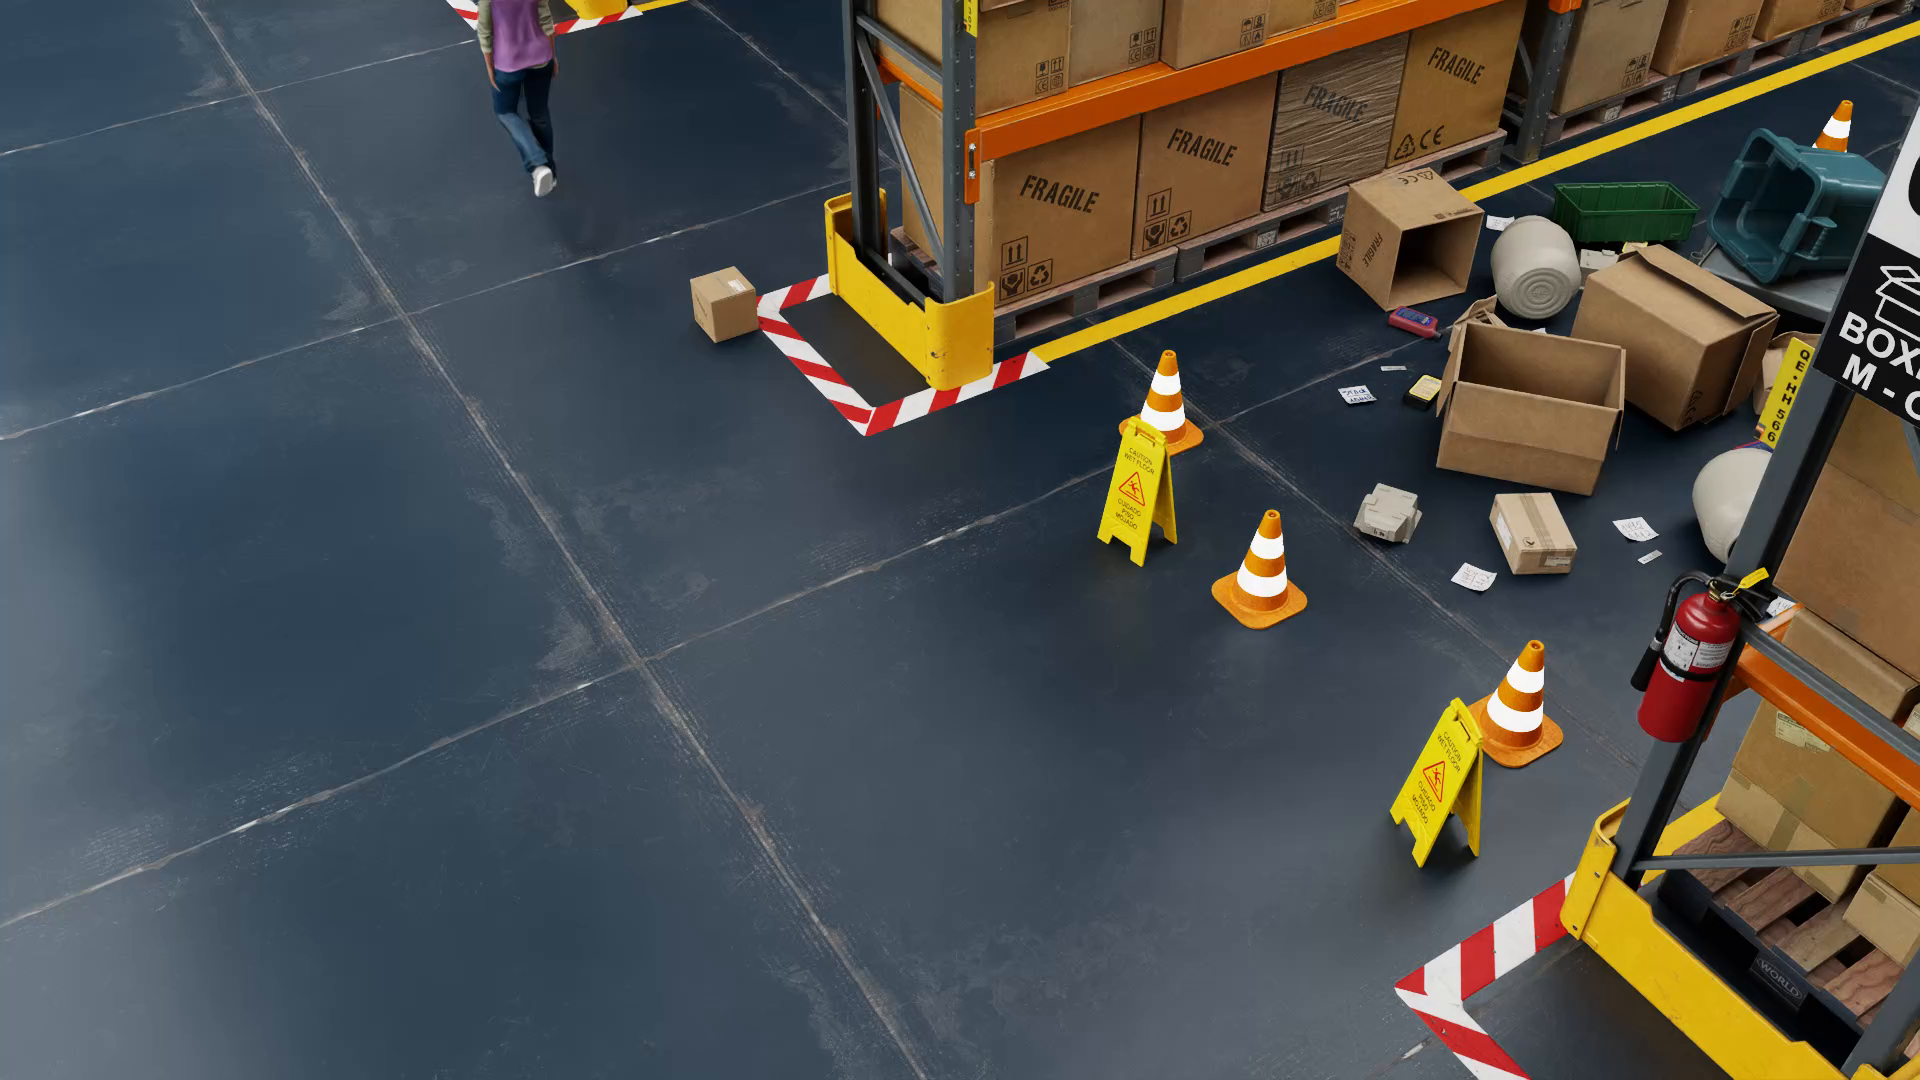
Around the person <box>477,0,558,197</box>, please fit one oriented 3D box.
[{"bbox_3d":[-2.390,-2.601,9.092,0.417,1.584,0.572,-21,46,-22],"label":"person"}]
